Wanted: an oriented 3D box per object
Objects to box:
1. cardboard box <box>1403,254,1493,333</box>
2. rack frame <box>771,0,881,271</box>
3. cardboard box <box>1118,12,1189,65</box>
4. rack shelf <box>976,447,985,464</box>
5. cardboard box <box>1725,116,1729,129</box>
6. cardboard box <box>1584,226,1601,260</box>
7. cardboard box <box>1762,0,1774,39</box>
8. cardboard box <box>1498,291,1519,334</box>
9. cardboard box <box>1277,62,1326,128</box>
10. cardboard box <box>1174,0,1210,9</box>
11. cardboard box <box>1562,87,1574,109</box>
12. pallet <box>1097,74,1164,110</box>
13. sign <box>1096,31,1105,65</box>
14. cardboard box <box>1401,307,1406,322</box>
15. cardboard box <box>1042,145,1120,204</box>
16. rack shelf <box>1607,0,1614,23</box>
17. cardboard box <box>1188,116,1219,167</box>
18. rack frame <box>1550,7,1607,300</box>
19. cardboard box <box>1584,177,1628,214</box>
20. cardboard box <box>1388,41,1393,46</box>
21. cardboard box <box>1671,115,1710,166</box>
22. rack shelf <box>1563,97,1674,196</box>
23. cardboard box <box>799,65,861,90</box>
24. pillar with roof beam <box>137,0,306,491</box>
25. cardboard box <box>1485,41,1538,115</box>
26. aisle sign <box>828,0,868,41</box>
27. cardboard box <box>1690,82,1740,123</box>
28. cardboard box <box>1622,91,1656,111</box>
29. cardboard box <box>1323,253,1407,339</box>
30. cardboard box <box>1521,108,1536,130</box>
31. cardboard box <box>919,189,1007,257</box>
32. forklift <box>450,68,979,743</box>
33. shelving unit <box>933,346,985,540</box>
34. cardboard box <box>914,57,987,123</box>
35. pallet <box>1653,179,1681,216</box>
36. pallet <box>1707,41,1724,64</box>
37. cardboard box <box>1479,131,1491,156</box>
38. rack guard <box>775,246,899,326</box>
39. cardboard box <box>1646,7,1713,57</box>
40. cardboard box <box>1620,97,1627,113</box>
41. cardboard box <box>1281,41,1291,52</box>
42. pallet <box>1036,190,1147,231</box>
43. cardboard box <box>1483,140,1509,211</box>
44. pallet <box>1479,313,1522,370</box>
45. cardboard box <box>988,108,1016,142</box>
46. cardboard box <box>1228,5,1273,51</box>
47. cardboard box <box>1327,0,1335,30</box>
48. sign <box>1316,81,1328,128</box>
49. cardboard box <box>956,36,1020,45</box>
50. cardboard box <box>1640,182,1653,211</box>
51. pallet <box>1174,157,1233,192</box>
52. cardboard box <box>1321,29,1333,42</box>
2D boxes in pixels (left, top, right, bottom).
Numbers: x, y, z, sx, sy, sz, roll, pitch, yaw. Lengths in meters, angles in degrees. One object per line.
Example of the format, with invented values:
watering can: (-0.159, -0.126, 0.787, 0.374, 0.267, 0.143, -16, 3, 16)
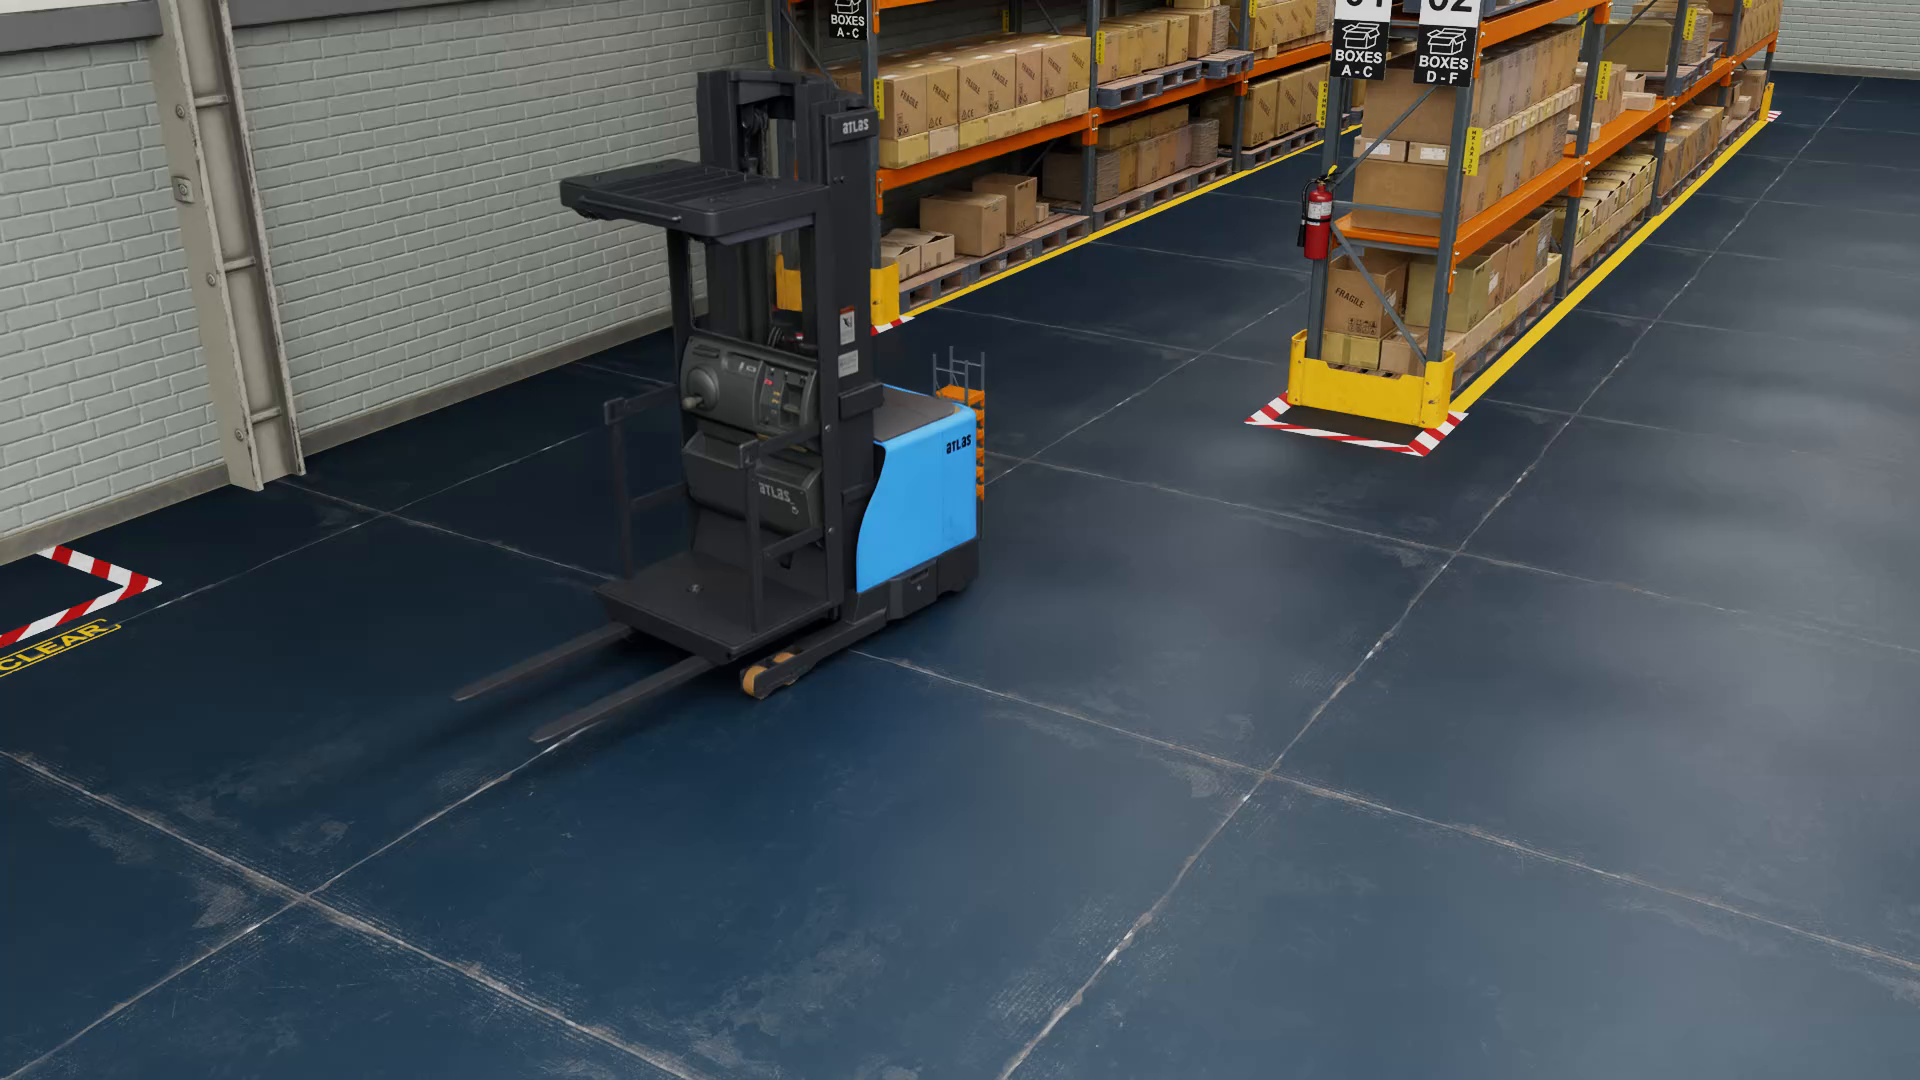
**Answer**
cardboard box: (3.802, -1.945, 12.957, 0.500, 0.500, 0.500, 14, 27, 29)
rack frame: (-1.142, -3.404, 14.337, 1.000, 3.000, 0.127, 14, 27, 29)
cardboard box: (2.200, -5.766, 19.113, 0.700, 0.500, 0.500, 14, 27, 29)
rack shelf: (-0.008, -0.505, 10.018, 0.258, 0.103, 0.180, 14, 27, 29)
cardboard box: (10.251, -5.709, 22.674, 0.380, 0.166, 0.250, 14, 27, 29)
cardboard box: (5.872, -2.904, 16.115, 0.500, 0.250, 0.500, 15, 27, 30)
cardboard box: (10.965, -7.262, 23.122, 0.500, 0.500, 0.500, 14, 27, 29)
cardboard box: (4.333, -1.938, 13.883, 0.500, 0.250, 0.500, 14, 27, 29)
cardboard box: (4.489, -6.113, 22.772, 0.750, 0.750, 0.750, 15, 27, 31)
cardboard box: (2.764, -6.415, 19.796, 0.380, 0.149, 0.250, 9, 25, 20)
cardboard box: (5.085, -3.841, 14.404, 0.380, 0.149, 0.250, 13, 27, 28)
pallet: (1.495, -4.893, 18.019, 1.003, 0.211, 1.213, 14, 27, 29)
sign: (1.433, -5.040, 17.026, 0.100, 0.325, 0.005, 14, 27, 29)
cardboard box: (3.354, -1.712, 13.361, 0.500, 0.250, 0.500, 14, 27, 29)
cardboard box: (1.342, -4.060, 18.446, 0.700, 0.500, 0.500, 15, 28, 31)
rack shelf: (6.233, -5.438, 16.166, 1.077, 0.370, 4.000, 14, 27, 29)
cardboard box: (2.742, -4.905, 20.396, 0.700, 0.500, 0.500, 14, 27, 30)
rack frame: (5.178, -3.717, 15.060, 1.000, 3.000, 0.127, 14, 27, 29)
cardboard box: (6.418, -3.511, 16.812, 0.500, 0.311, 0.500, 15, 27, 30)
cardboard box: (6.643, -7.803, 26.300, 0.380, 0.149, 0.250, 14, 27, 29)
cardboard box: (8.849, -4.911, 20.411, 0.500, 0.500, 0.500, 14, 27, 30)
rack shelf: (6.233, -4.062, 16.762, 1.077, 0.370, 4.000, 14, 27, 29)
cardboard box: (-1.074, -3.892, 14.684, 0.500, 0.500, 0.500, 14, 27, 28)
pillar with roof beam: (-1.015, -3.647, 7.347, 9.100, 9.000, 0.400, 14, 27, 29)
cardboard box: (4.155, -3.699, 13.260, 0.700, 0.500, 0.500, 14, 27, 29)
aisle sign: (-0.925, -4.509, 13.619, 0.394, 0.787, 0.004, 14, 27, 29)
cardboard box: (10.385, -6.108, 23.173, 0.797, 0.503, 0.637, 14, 27, 29)
cardboard box: (7.049, -4.590, 17.394, 0.380, 0.149, 0.250, 14, 27, 29)
cardboard box: (3.098, -1.885, 12.818, 0.500, 0.500, 0.500, 14, 27, 29)
cardboard box: (4.408, -3.405, 13.398, 0.380, 0.149, 0.250, 15, 28, 31)
cardboard box: (0.029, -3.103, 16.234, 0.700, 0.500, 0.500, 12, 26, 26)
forklift: (-1.218, -0.767, 8.333, 1.130, 2.935, 3.031, 18, 29, 36)
shelving unit: (-0.008, -0.546, 10.000, 0.258, 1.200, 0.189, 14, 27, 29)
cardboard box: (-0.088, -4.124, 15.220, 0.500, 0.500, 0.500, 13, 27, 27)
pallet: (7.714, -4.031, 19.296, 1.003, 0.211, 1.213, 14, 27, 29)
pallet: (8.884, -6.082, 20.765, 1.003, 0.211, 1.213, 14, 27, 29)
cardboard box: (3.728, -2.971, 12.395, 0.380, 0.149, 0.250, 14, 27, 29)
rack guard: (-1.102, -2.282, 14.892, 1.175, 0.500, 0.348, 14, 27, 29)
cardboard box: (8.519, -6.046, 19.787, 0.700, 0.500, 0.500, 7, 24, 16)
cardboard box: (6.663, -4.509, 17.207, 0.380, 0.149, 0.250, 16, 28, 33)
cardboard box: (4.103, -6.500, 21.781, 0.380, 0.149, 0.250, 14, 27, 30)
pallet: (1.377, -3.737, 18.617, 1.003, 0.211, 1.213, 14, 27, 29)
cardboard box: (3.865, -2.912, 13.075, 0.700, 0.500, 0.500, 14, 27, 29)
pallet: (4.080, -1.764, 14.059, 1.003, 0.211, 1.213, 14, 27, 29)
cardboard box: (0.189, -3.961, 15.788, 0.500, 0.250, 0.500, 14, 27, 29)
cardboard box: (3.551, -6.406, 20.746, 0.500, 0.500, 0.500, 15, 27, 30)
cardboard box: (4.898, -7.262, 22.725, 0.500, 0.500, 0.500, 14, 27, 29)
sign: (2.615, -3.125, 11.938, 0.100, 0.325, 0.005, 14, 27, 29)
cardboard box: (0.266, -4.750, 16.665, 0.500, 0.500, 0.500, 14, 27, 29)
cardboard box: (7.218, -3.769, 18.113, 0.500, 0.250, 0.500, 15, 27, 30)
pallet: (2.664, -4.561, 20.519, 1.003, 0.211, 1.213, 14, 27, 29)
cardboard box: (4.873, -6.905, 22.715, 0.380, 0.149, 0.250, 14, 27, 29)
